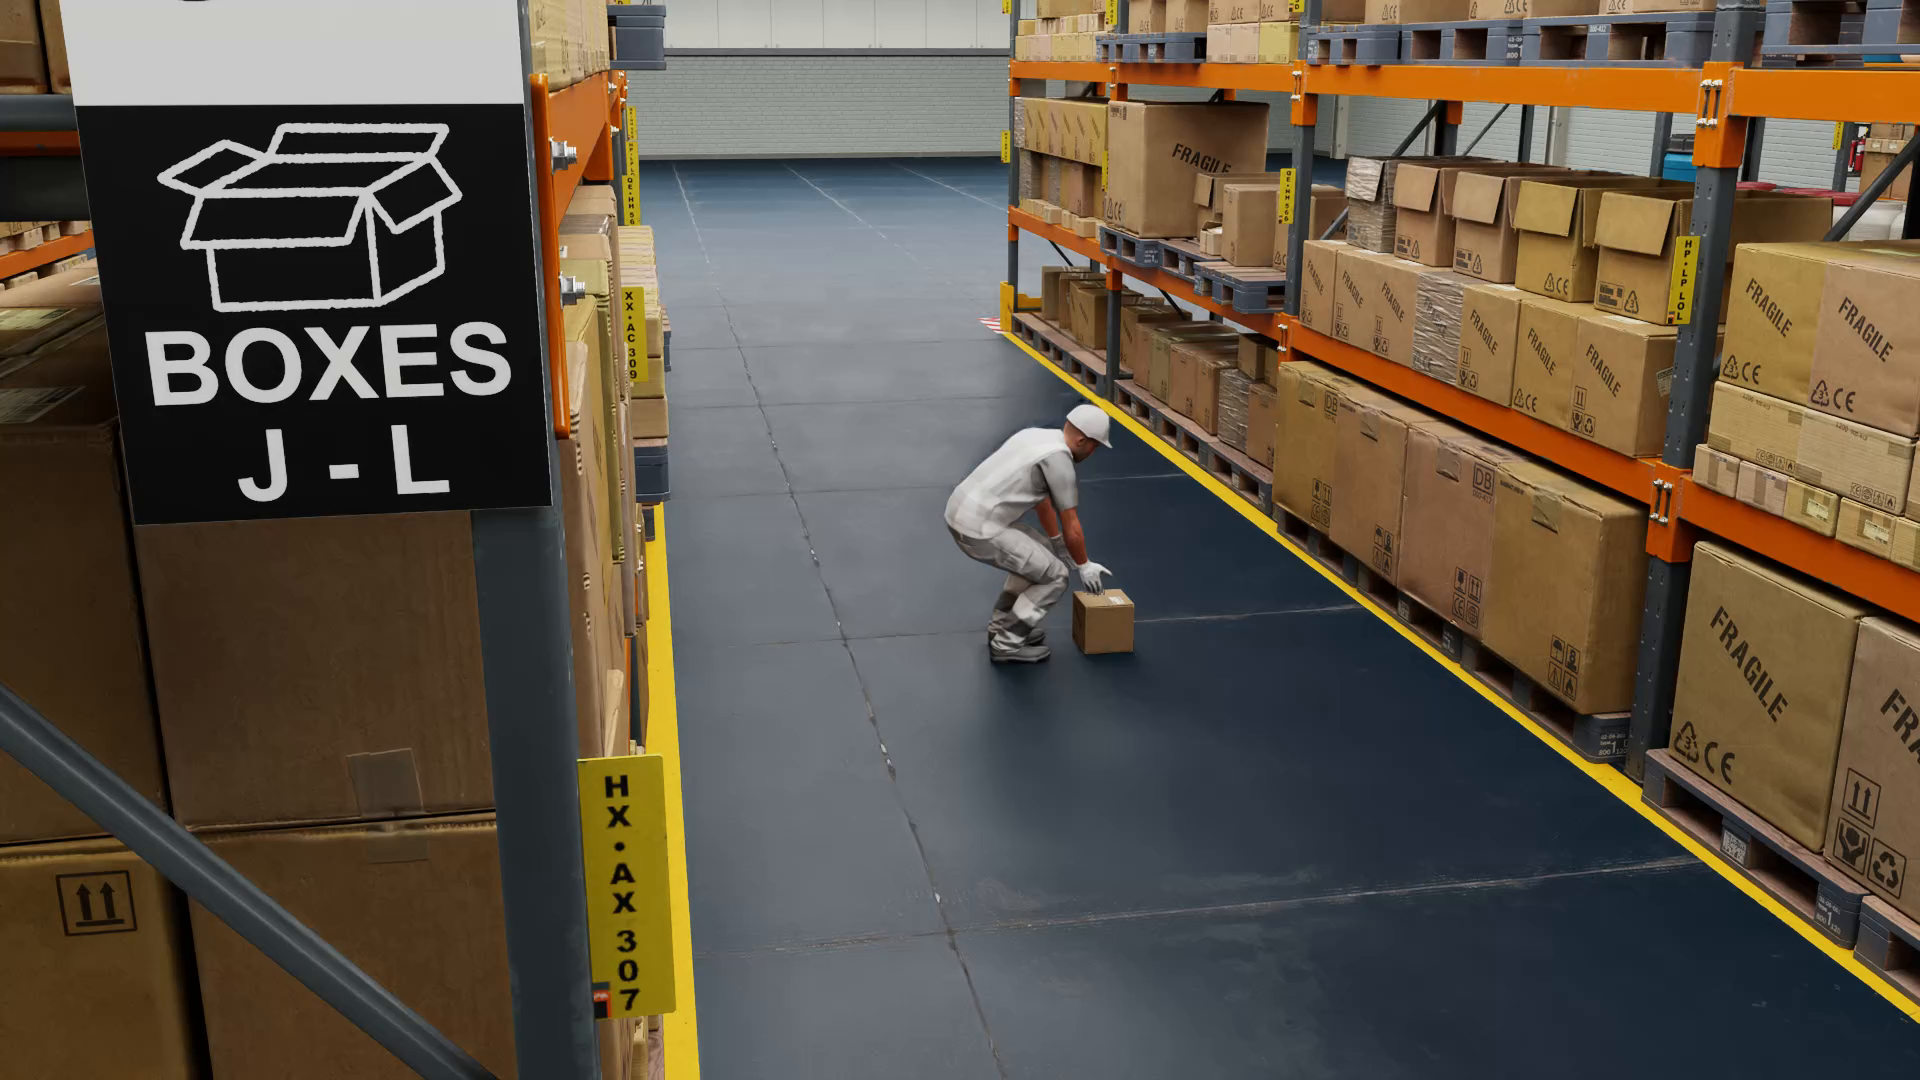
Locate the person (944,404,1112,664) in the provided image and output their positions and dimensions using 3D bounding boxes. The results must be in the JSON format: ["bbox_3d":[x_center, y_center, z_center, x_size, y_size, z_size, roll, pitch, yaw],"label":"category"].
[{"bbox_3d":[0.336,-0.050,8.169,0.838,1.230,0.585,-3,16,-10],"label":"person"}]
